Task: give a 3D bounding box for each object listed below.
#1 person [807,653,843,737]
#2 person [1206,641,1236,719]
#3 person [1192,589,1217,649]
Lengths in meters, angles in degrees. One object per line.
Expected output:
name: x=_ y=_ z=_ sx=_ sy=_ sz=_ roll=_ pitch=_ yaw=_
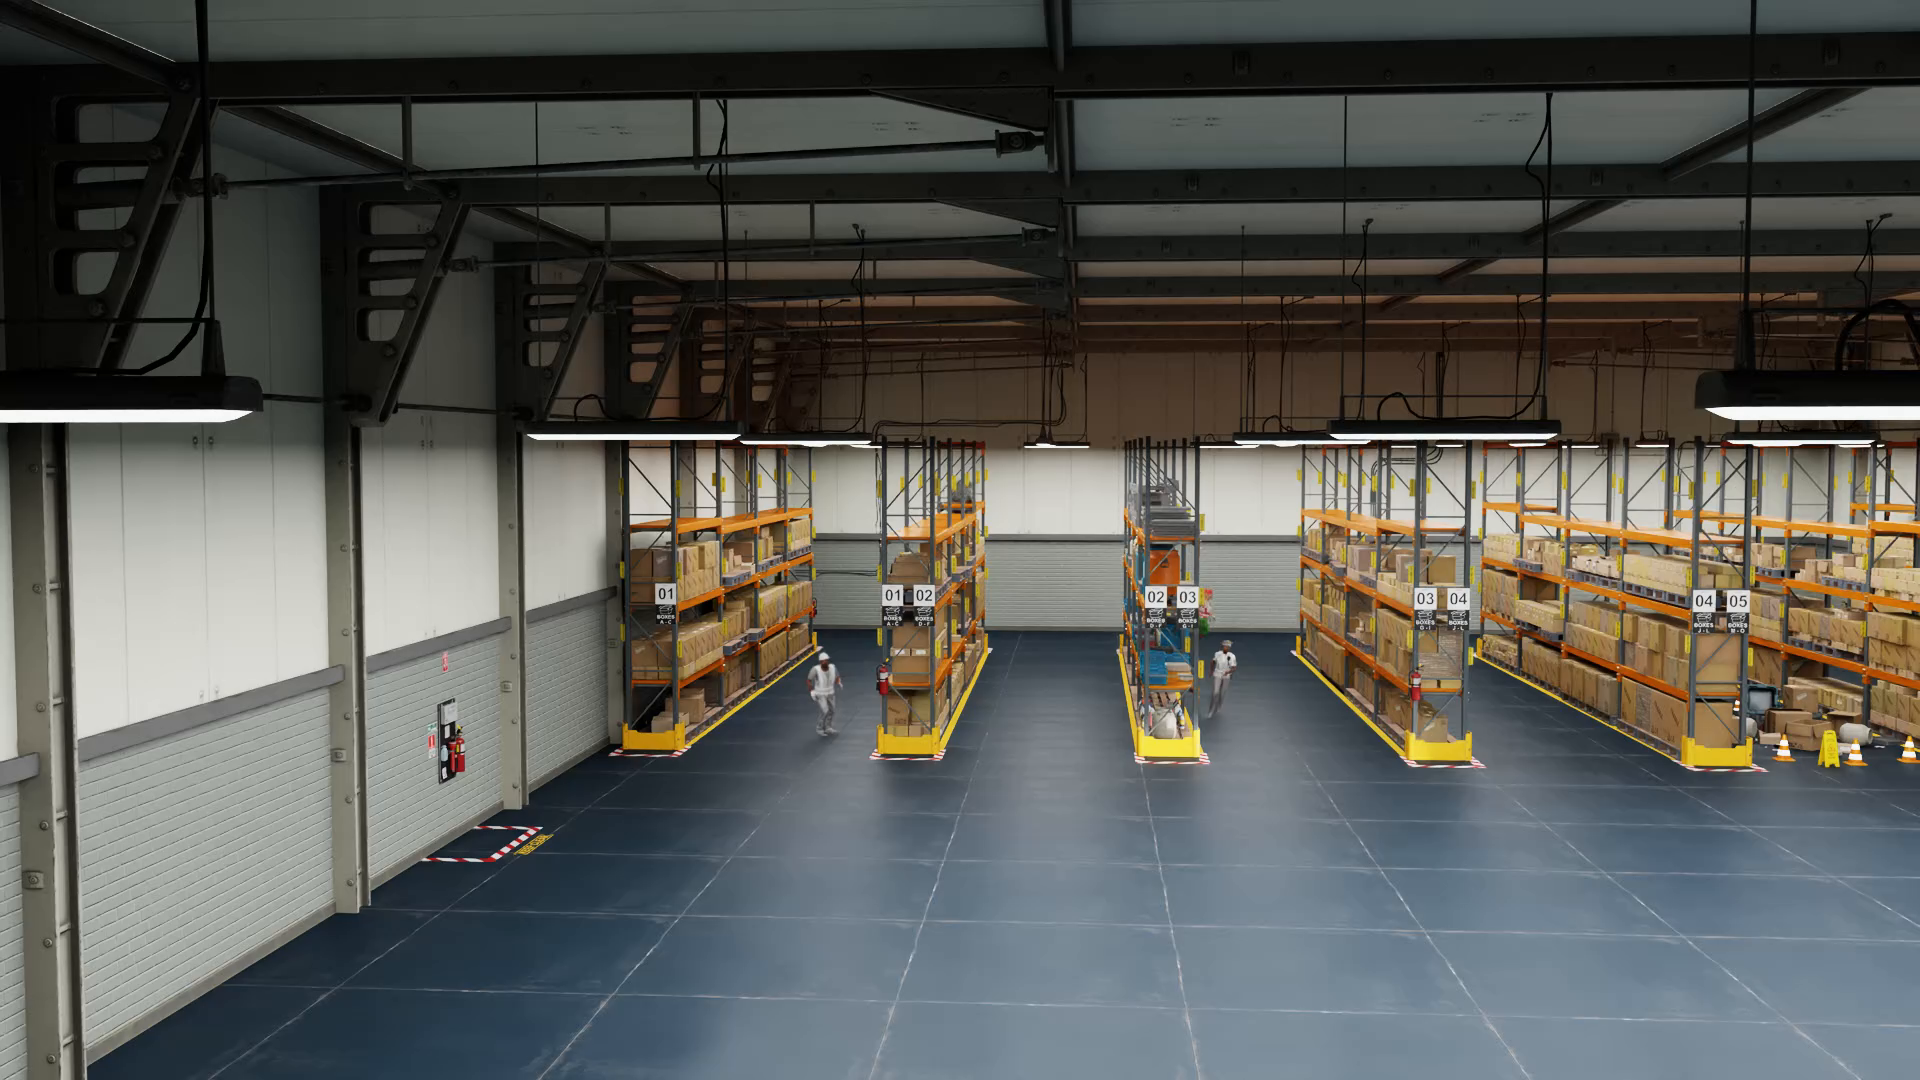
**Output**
person: x=-2.687 y=3.105 z=33.431 sx=0.697 sy=1.717 sz=0.765 roll=-2 pitch=4 yaw=-39
person: x=5.609 y=2.970 z=35.736 sx=0.648 sy=1.666 sz=0.809 roll=0 pitch=3 yaw=8
person: x=7.045 y=2.280 z=48.070 sx=0.717 sy=1.725 sz=0.630 roll=1 pitch=3 yaw=25
